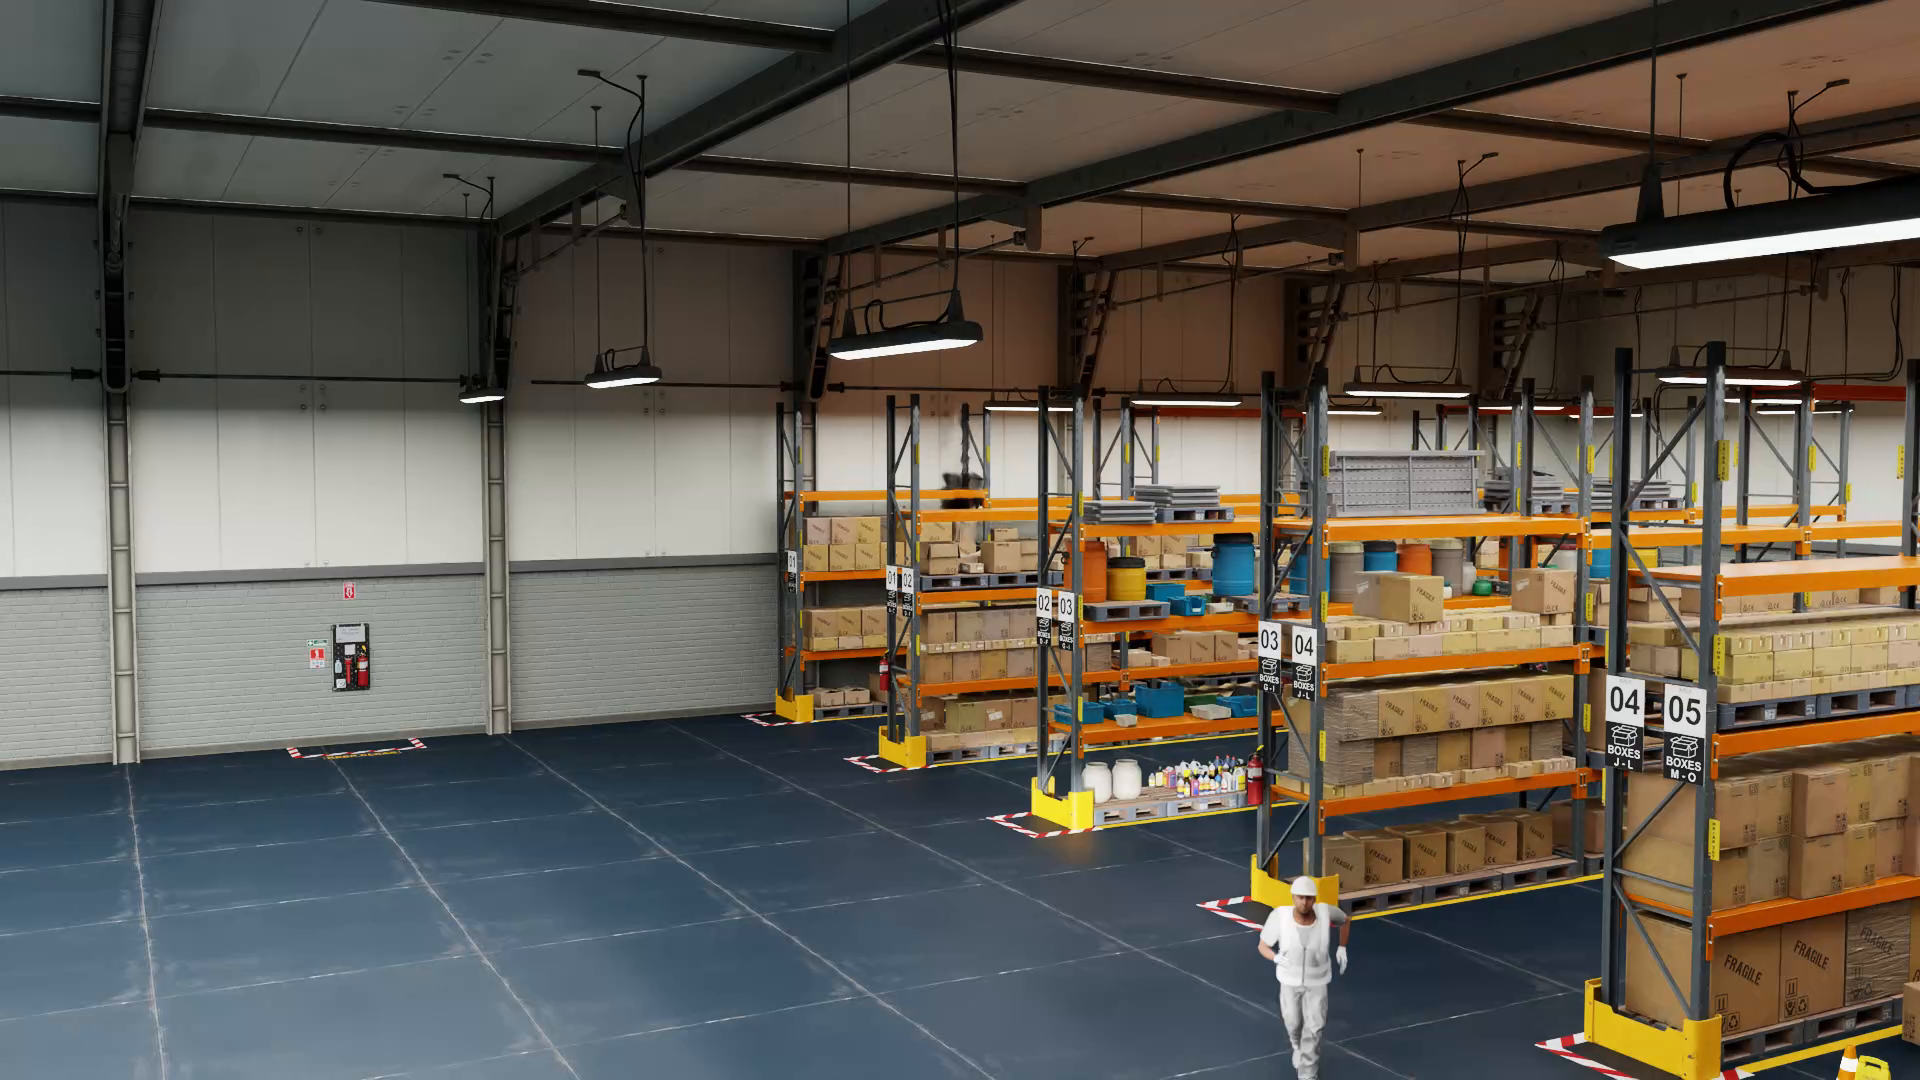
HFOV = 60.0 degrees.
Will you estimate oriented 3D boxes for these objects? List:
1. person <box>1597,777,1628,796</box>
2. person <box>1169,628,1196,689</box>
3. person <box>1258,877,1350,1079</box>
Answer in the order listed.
[{"bbox_3d":[9.222,2.947,23.280,0.884,1.804,0.686,-2,4,-29],"label":"person"},{"bbox_3d":[4.242,2.283,31.834,0.805,1.658,0.641,-2,4,-28],"label":"person"},{"bbox_3d":[2.746,3.542,13.279,0.712,1.813,0.976,1,3,12],"label":"person"}]
